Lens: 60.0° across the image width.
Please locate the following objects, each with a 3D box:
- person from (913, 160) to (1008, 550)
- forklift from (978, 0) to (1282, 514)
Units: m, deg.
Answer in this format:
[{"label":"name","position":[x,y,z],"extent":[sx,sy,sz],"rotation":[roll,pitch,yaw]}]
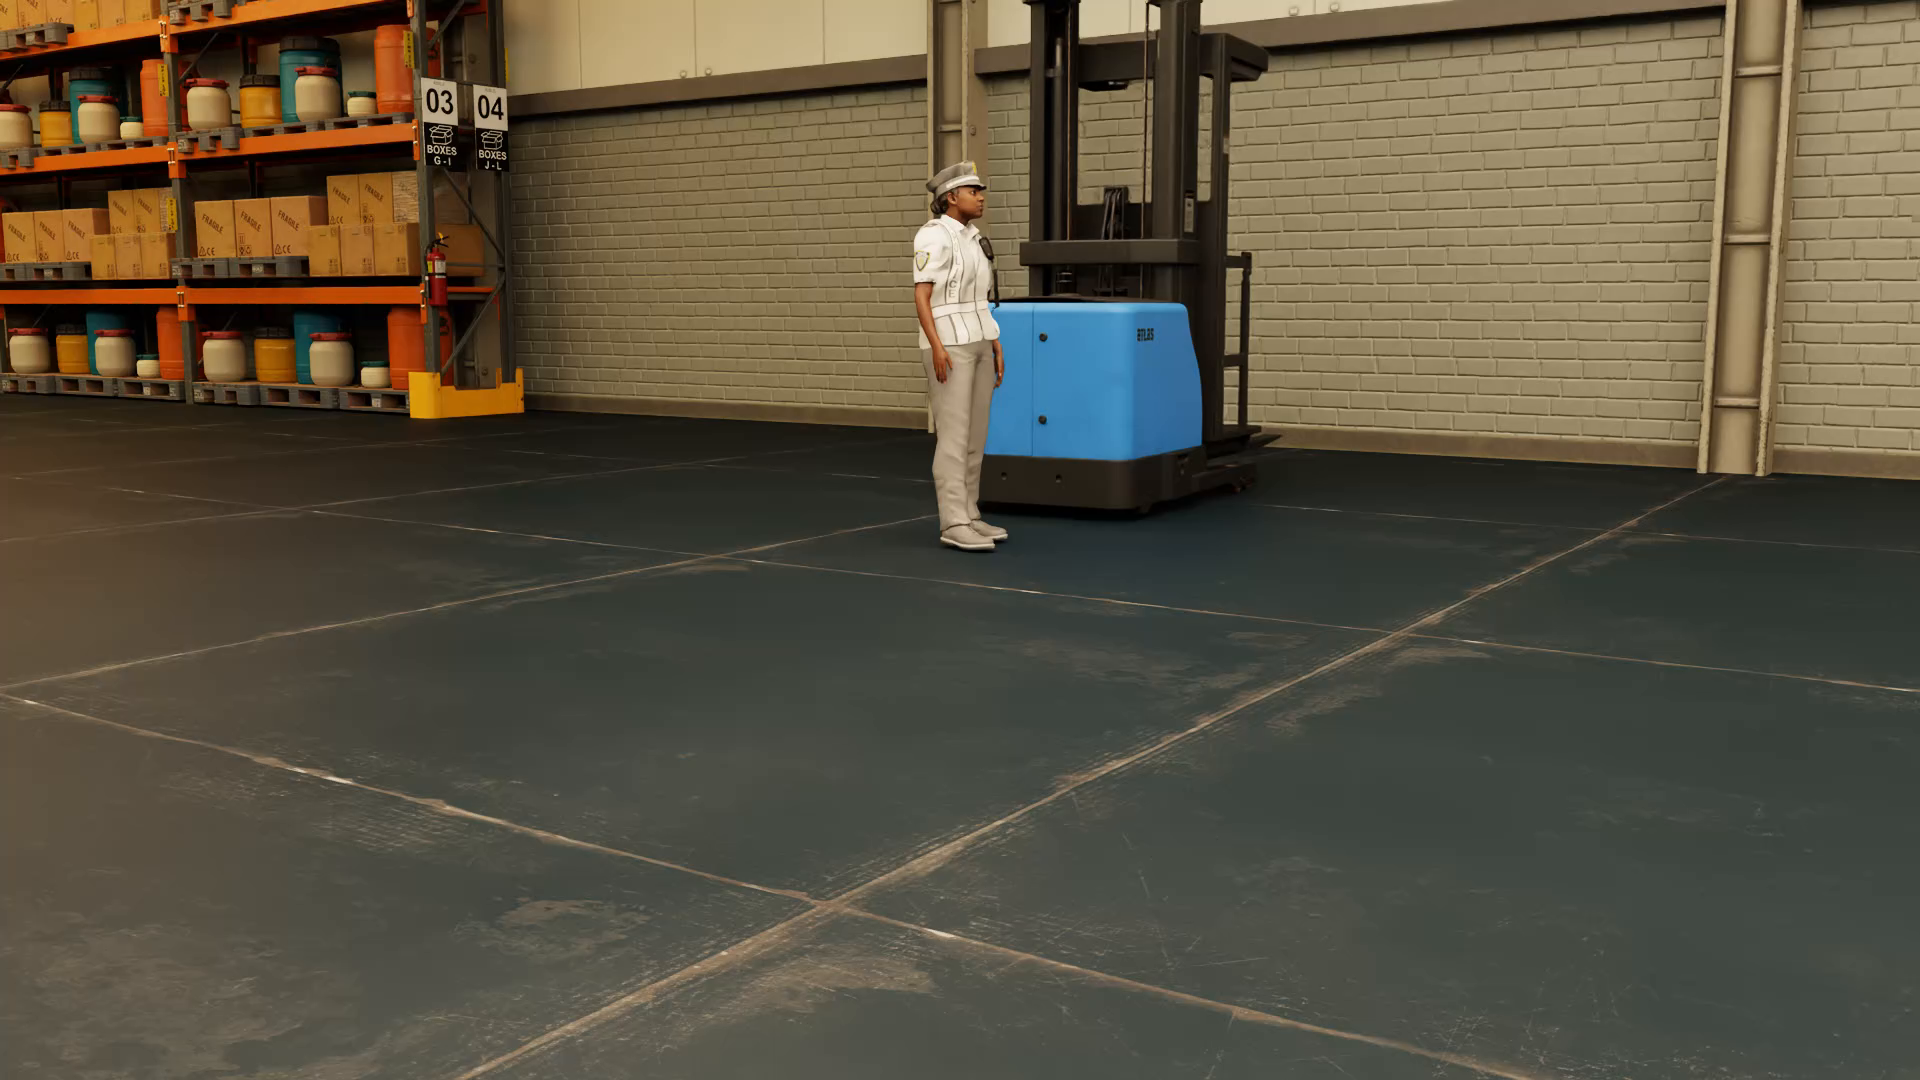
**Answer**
[{"label":"person","position":[0.051,-0.838,7.425],"extent":[0.529,1.694,0.569],"rotation":[5,10,34]},{"label":"forklift","position":[1.075,-1.746,9.475],"extent":[1.130,2.935,3.031],"rotation":[4,9,28]}]
